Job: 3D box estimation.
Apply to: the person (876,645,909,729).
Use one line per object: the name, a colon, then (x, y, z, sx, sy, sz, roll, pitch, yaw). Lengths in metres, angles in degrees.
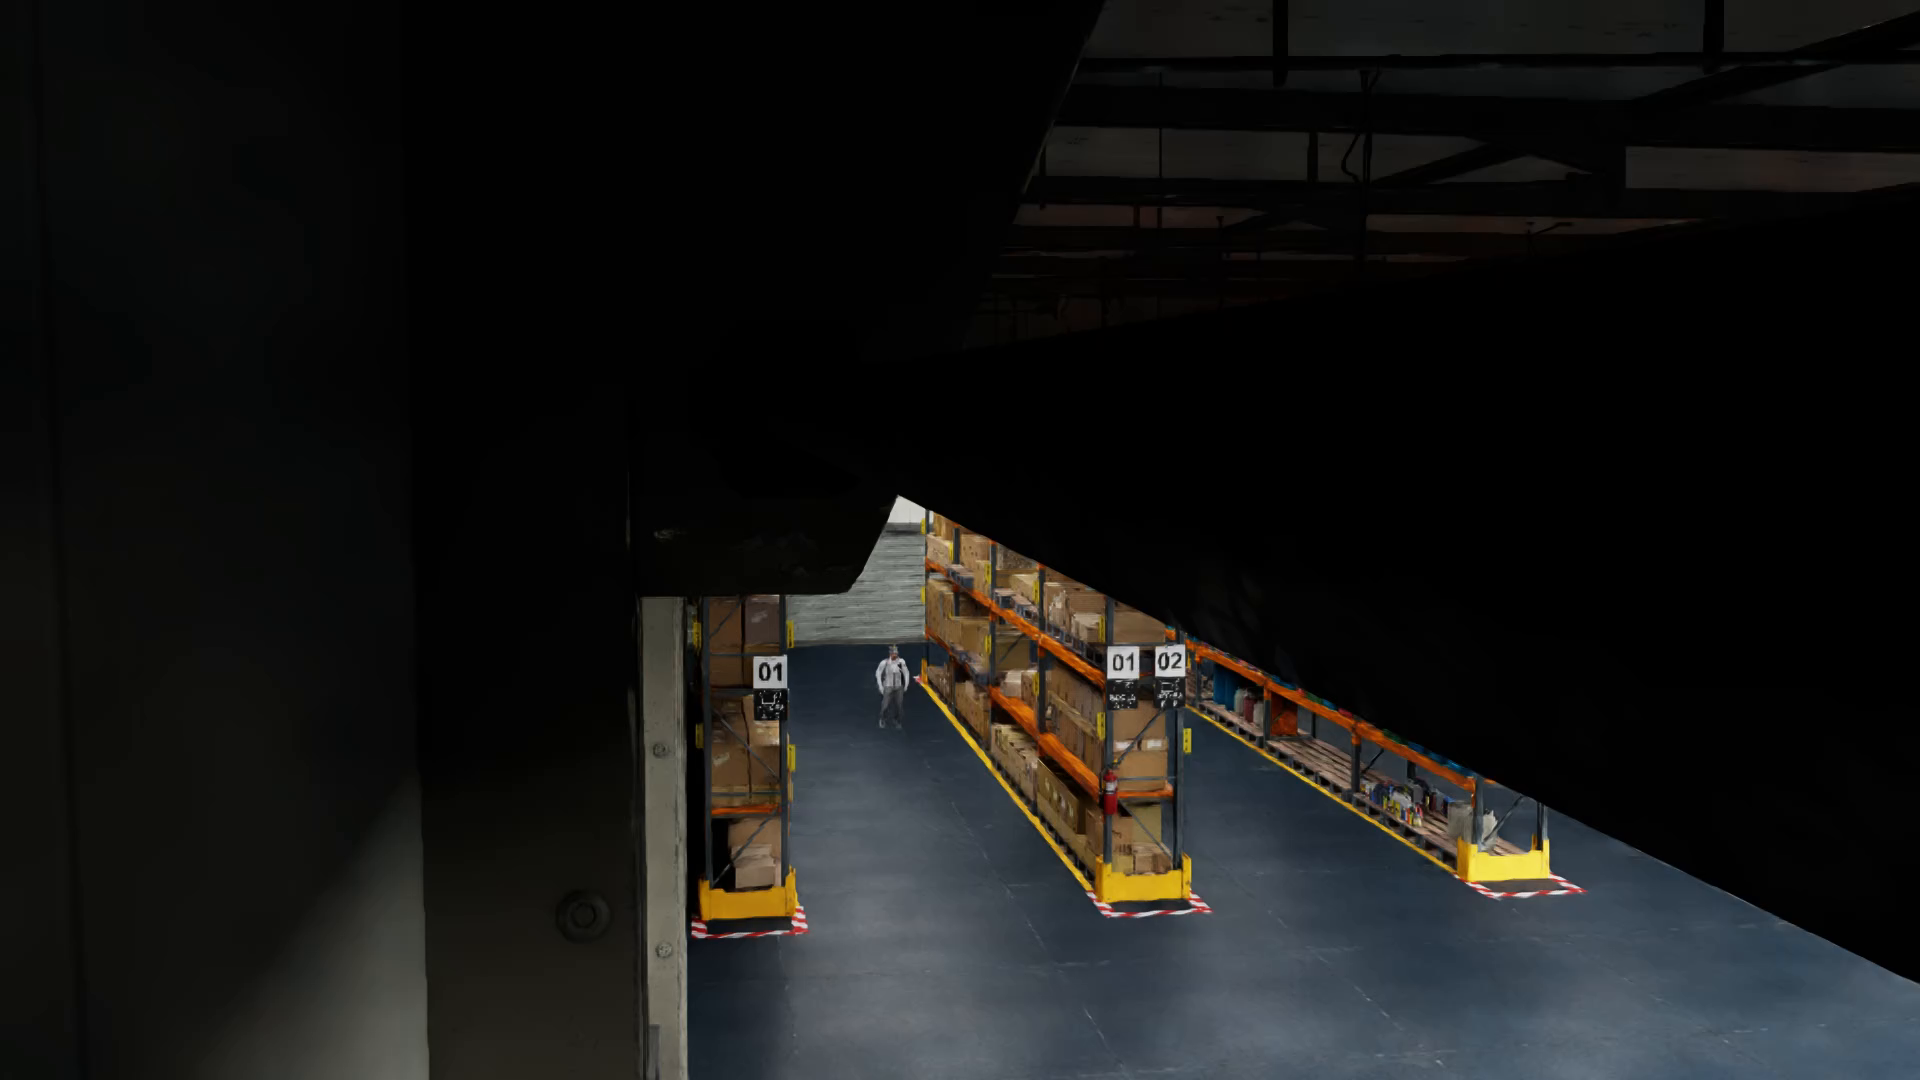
person: (-1.273, 2.763, 31.392, 0.639, 1.631, 0.508, -1, 5, -11)
